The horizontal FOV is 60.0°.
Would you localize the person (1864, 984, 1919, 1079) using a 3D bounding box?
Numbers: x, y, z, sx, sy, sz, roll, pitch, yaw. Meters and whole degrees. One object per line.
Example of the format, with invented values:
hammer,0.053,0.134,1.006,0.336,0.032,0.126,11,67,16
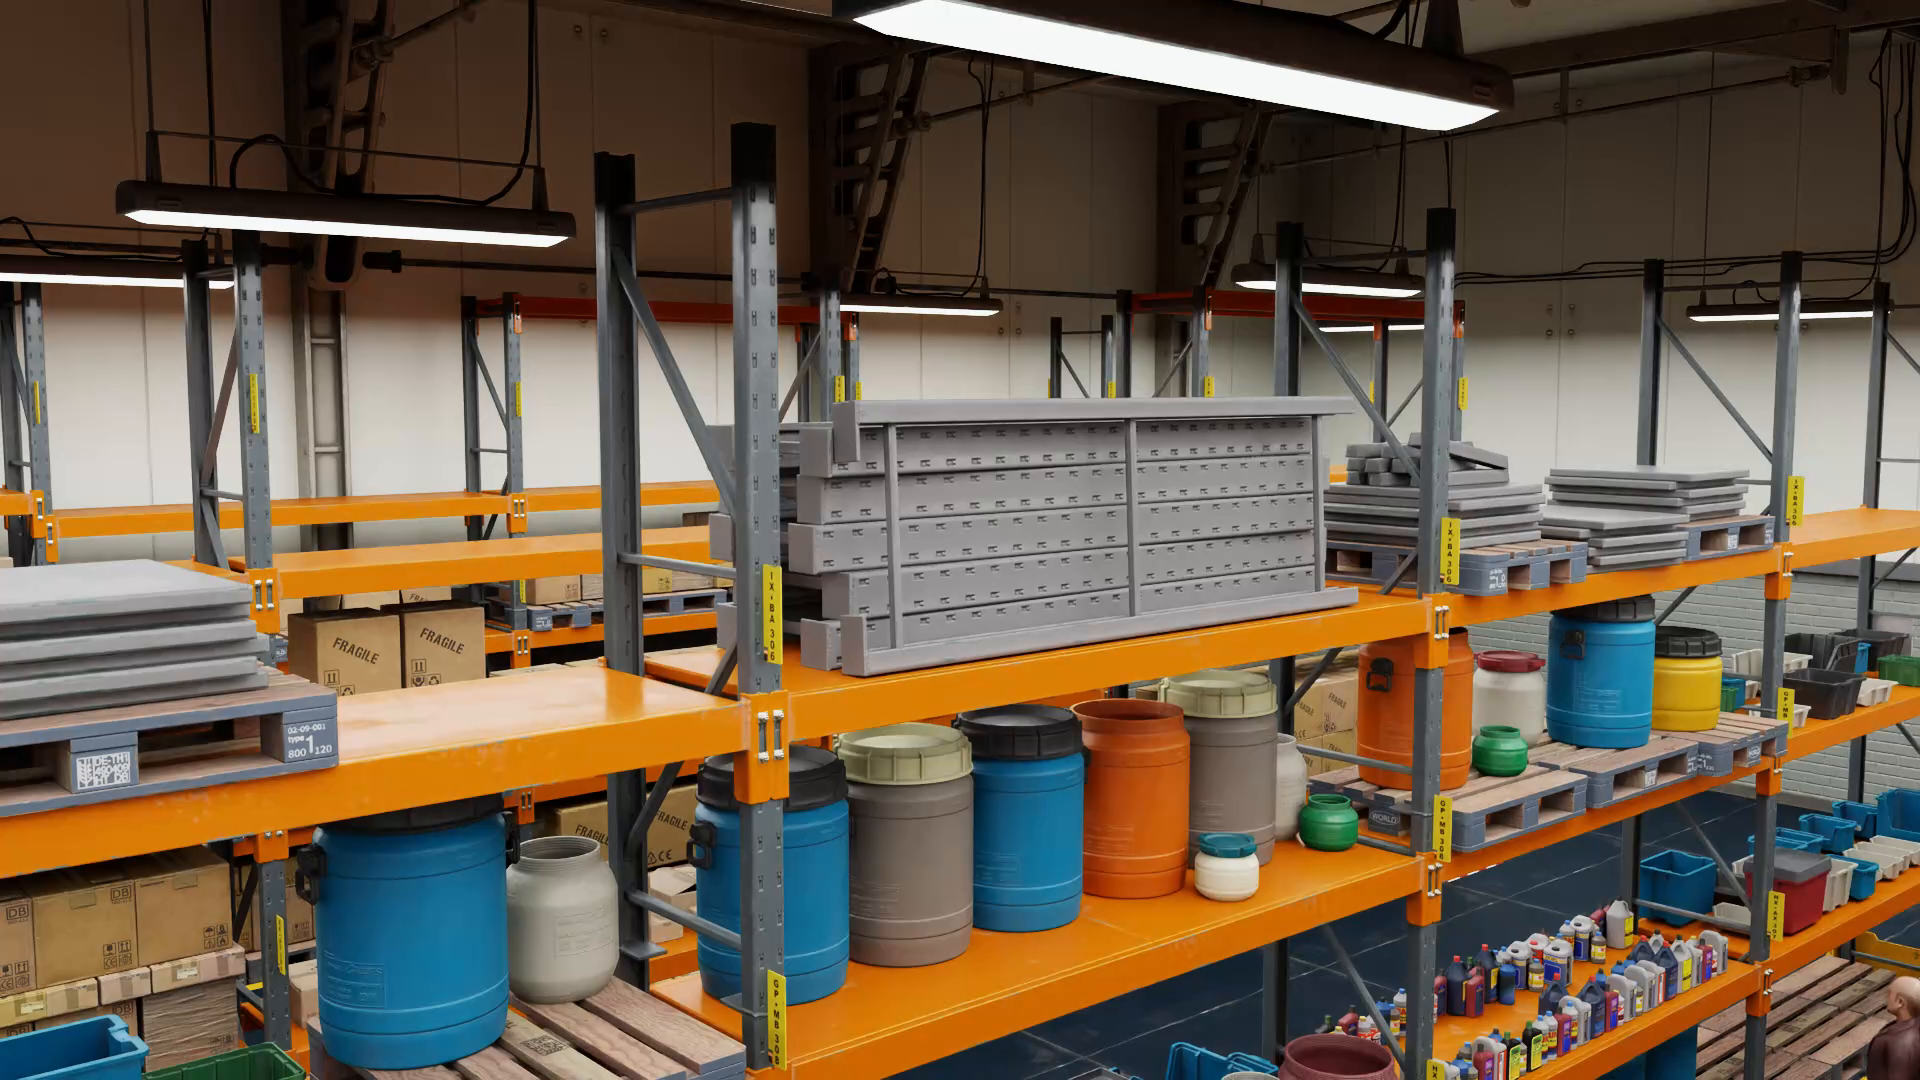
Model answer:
person,5.304,3.387,9.497,0.480,1.786,0.598,1,6,12
